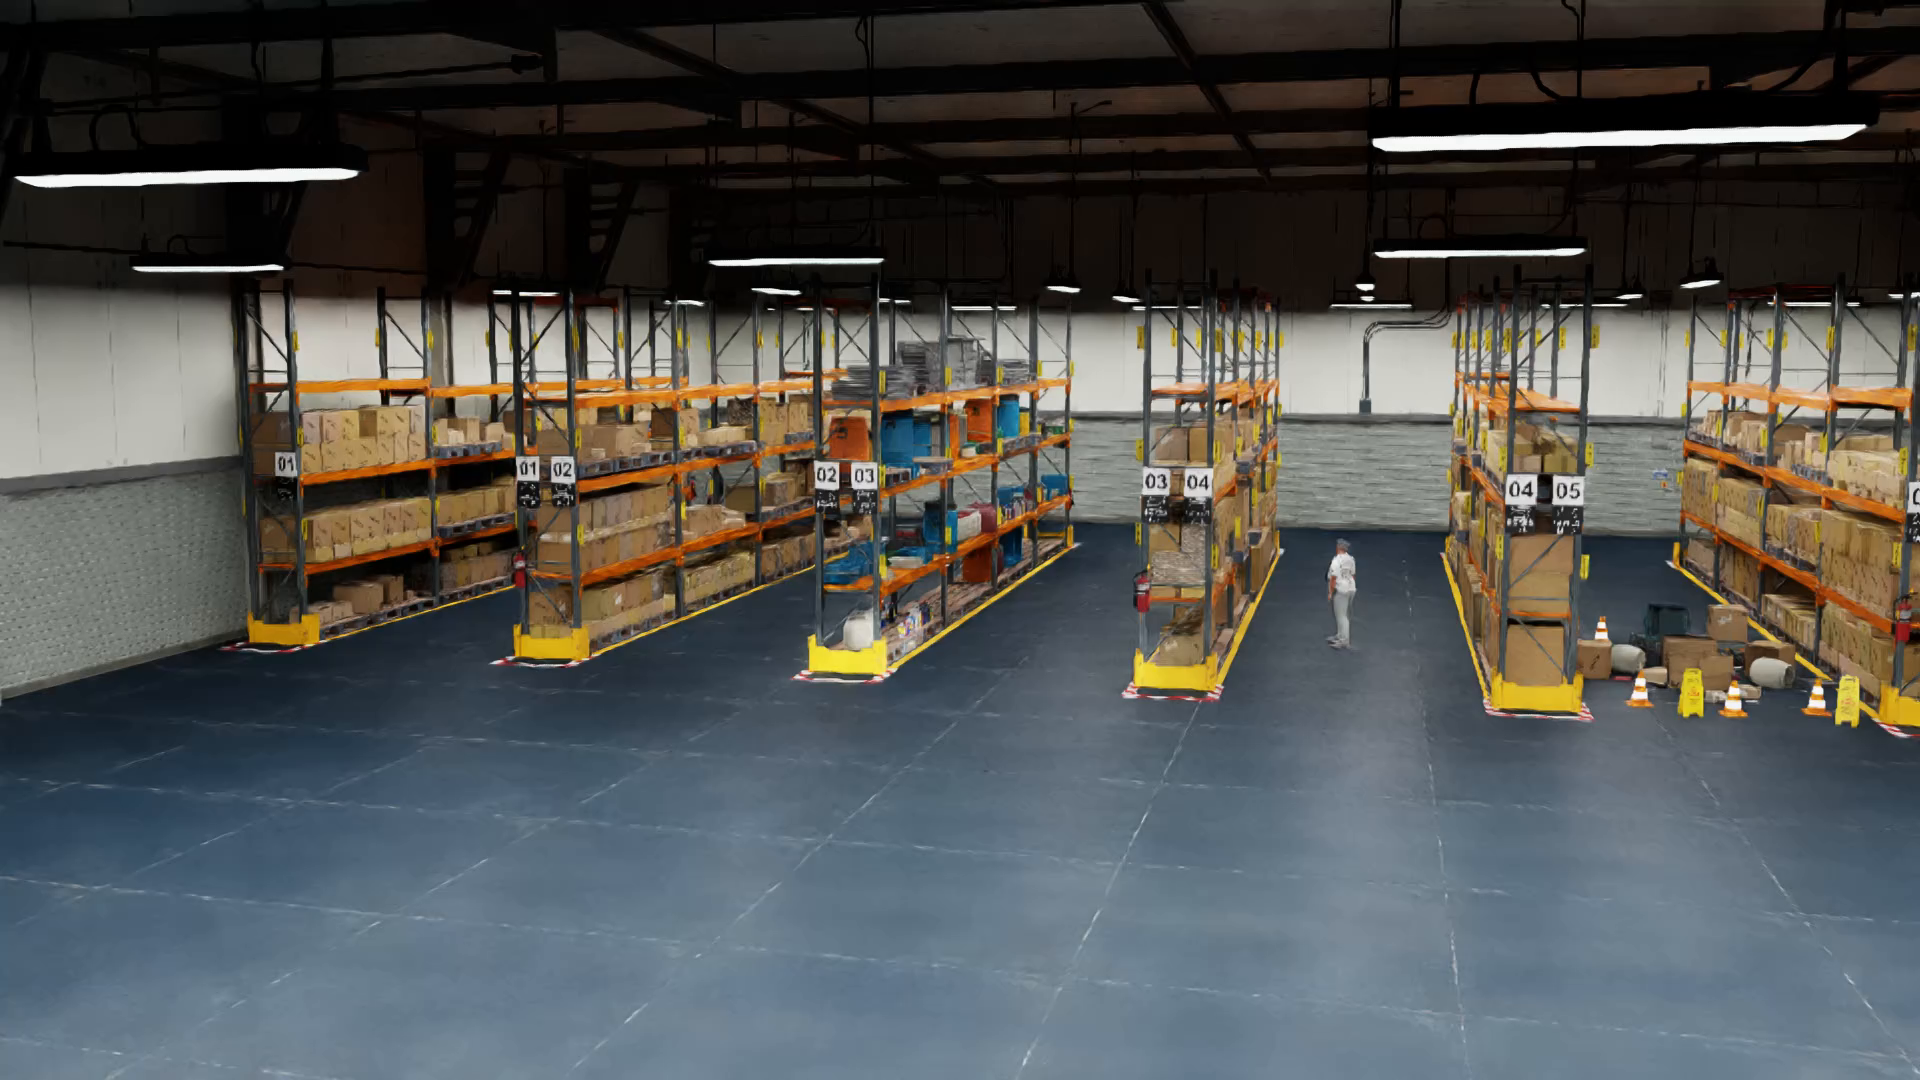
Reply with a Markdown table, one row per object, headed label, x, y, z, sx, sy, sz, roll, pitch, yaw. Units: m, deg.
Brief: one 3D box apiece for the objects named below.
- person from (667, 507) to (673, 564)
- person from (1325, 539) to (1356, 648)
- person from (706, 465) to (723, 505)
| label | x | y | z | sx | sy | sz | roll | pitch | yaw |
| --- | --- | --- | --- | --- | --- | --- | --- | --- | --- |
| person | -6.664 | -0.216 | 37.240 | 0.566 | 1.541 | 0.519 | 1 | 7 | 11 |
| person | 6.223 | 0.857 | 27.264 | 0.580 | 1.746 | 0.655 | 7 | 10 | 44 |
| person | -6.673 | -1.235 | 44.846 | 0.469 | 1.712 | 0.695 | 7 | 10 | 44 |
